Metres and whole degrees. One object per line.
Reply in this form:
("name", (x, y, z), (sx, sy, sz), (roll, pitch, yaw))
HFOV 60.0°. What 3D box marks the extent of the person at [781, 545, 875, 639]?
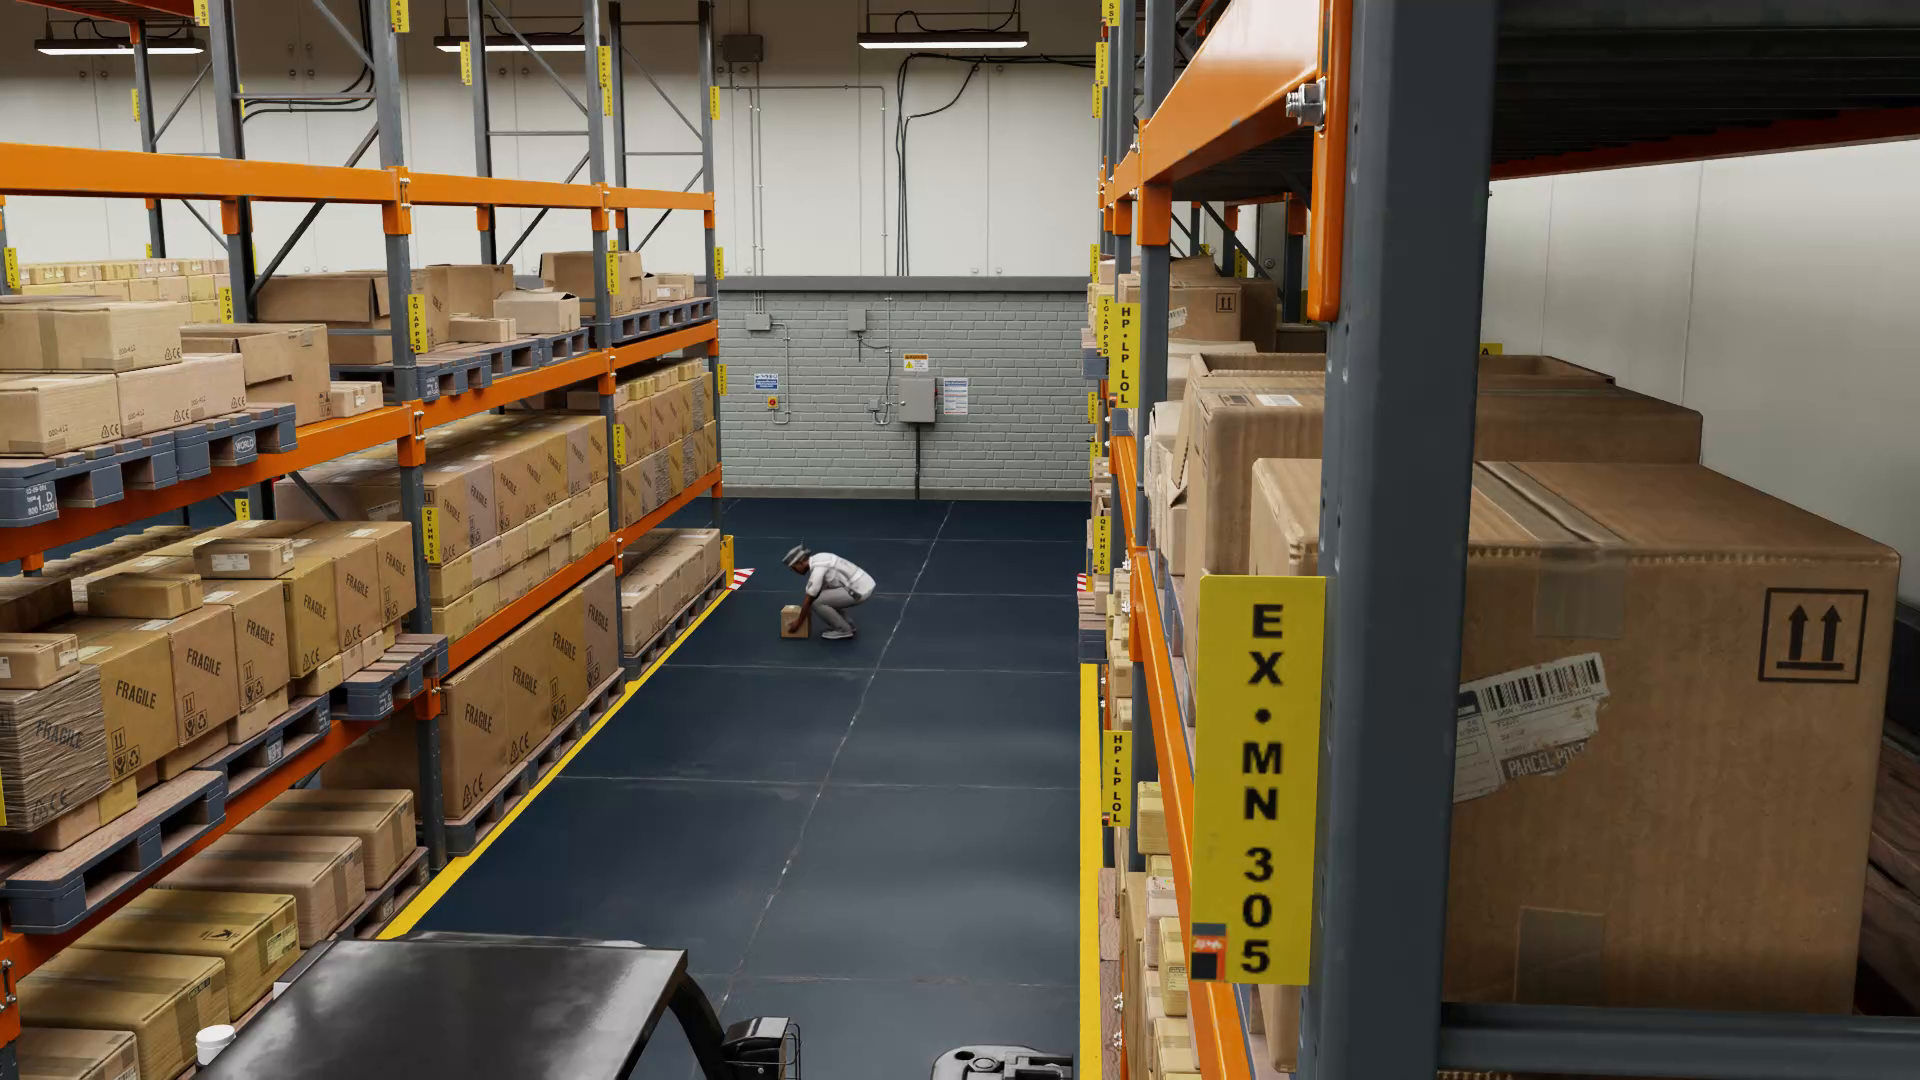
("person", (-1.230, 0.474, 15.571), (0.864, 0.877, 0.472), (1, 11, 4))
